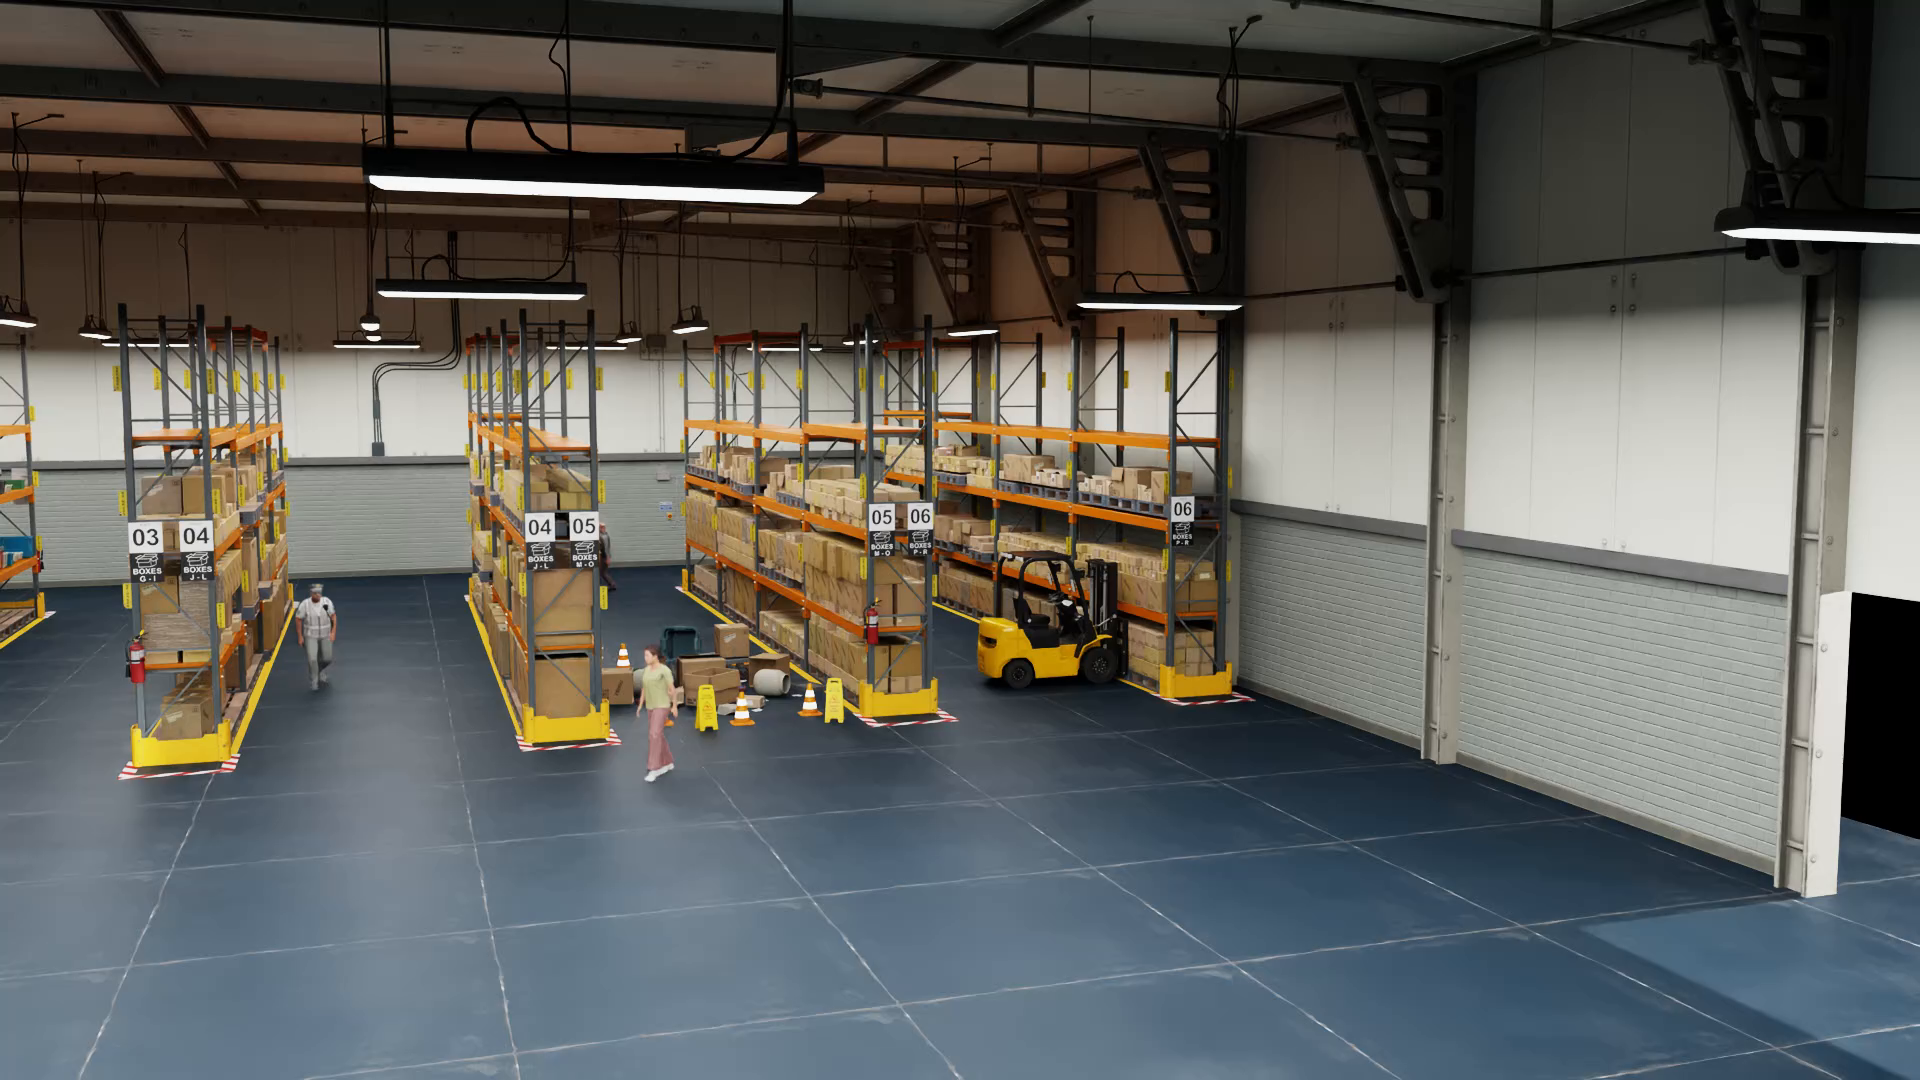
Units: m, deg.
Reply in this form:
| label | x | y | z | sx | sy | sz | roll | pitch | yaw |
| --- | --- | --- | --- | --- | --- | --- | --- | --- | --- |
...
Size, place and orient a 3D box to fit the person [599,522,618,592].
| label | x | y | z | sx | sy | sz | roll | pitch | yaw |
| --- | --- | --- | --- | --- | --- | --- | --- | --- | --- |
| person | -8.455 | 0.446 | 39.306 | 0.692 | 1.737 | 0.593 | -1 | 6 | -15 |

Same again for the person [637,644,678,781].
| label | x | y | z | sx | sy | sz | roll | pitch | yaw |
| --- | --- | --- | --- | --- | --- | --- | --- | --- | --- |
| person | -3.899 | 2.183 | 21.150 | 0.566 | 1.641 | 0.716 | 5 | 7 | 40 |

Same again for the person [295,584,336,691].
| label | x | y | z | sx | sy | sz | roll | pitch | yaw |
| --- | --- | --- | --- | --- | --- | --- | --- | --- | --- |
| person | -10.577 | 1.560 | 27.307 | 0.626 | 1.742 | 0.660 | -3 | 6 | -31 |
